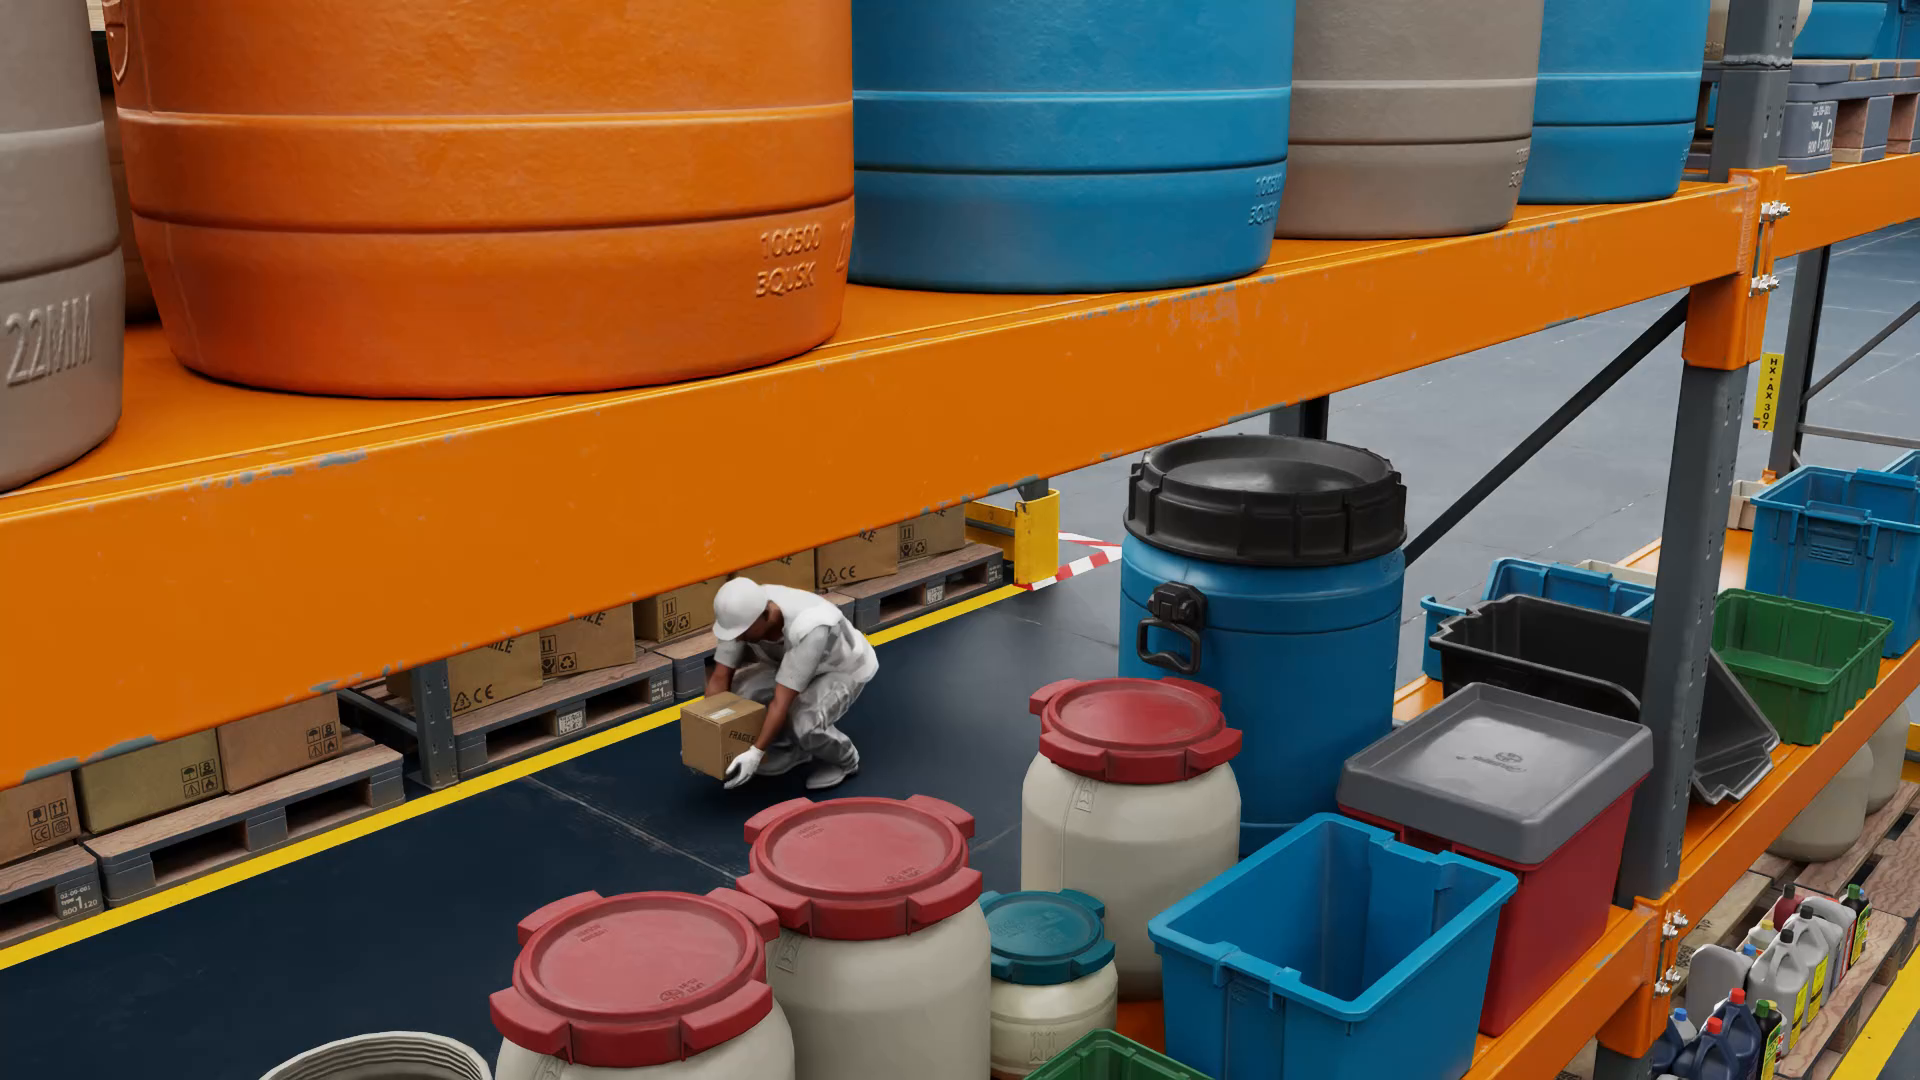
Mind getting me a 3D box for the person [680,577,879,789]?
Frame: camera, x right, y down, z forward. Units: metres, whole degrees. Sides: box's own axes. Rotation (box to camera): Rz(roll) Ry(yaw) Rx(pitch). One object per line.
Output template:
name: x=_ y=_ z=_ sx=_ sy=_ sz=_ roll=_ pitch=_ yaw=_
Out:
person: x=-0.714 y=0.570 z=6.981 sx=0.534 sy=1.006 sz=0.907 roll=14 pitch=22 yaw=39
